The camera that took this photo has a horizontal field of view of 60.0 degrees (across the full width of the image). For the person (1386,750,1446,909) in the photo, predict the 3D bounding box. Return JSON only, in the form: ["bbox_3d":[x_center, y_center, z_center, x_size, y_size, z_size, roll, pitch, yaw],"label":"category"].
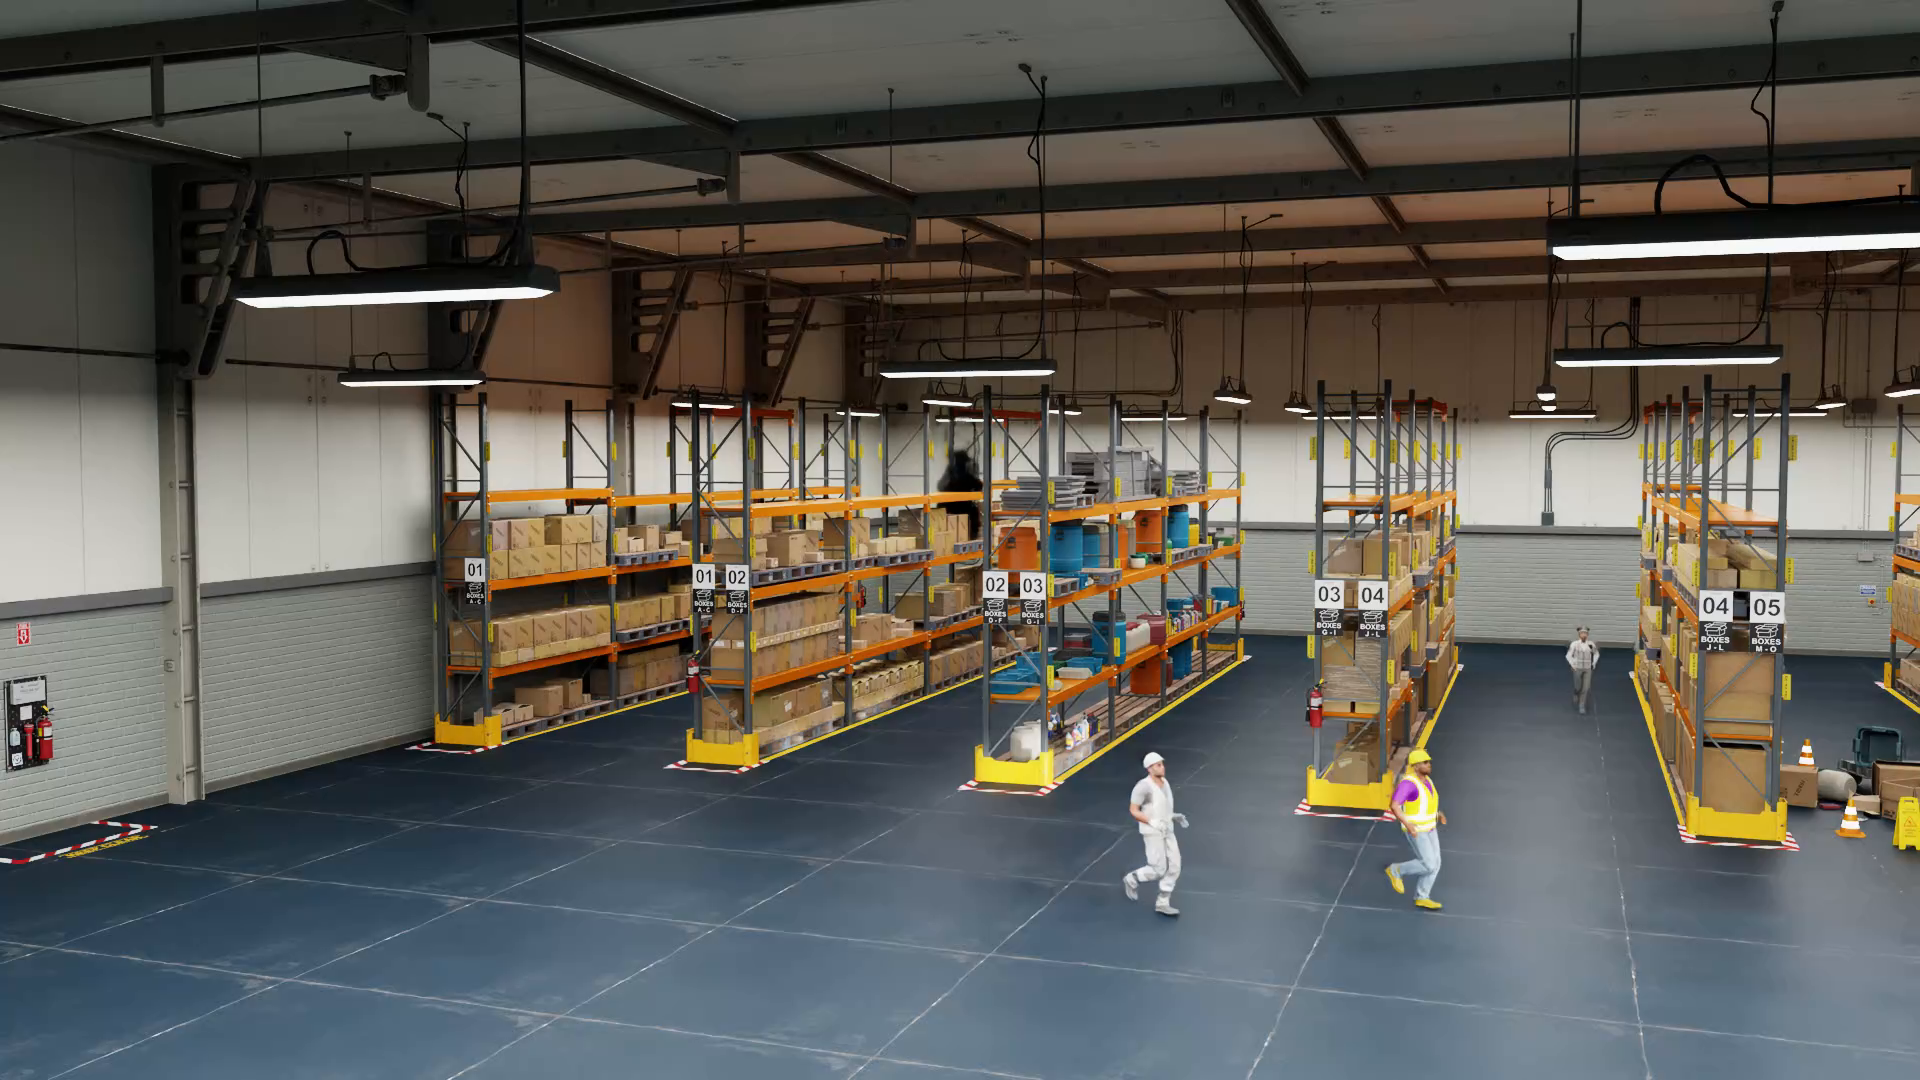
[{"bbox_3d":[5.029,3.166,18.300,0.618,1.724,0.718,3,4,43],"label":"person"}]

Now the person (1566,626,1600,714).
[{"bbox_3d":[11.966,2.478,31.928,0.615,1.661,0.729,1,3,14],"label":"person"}]

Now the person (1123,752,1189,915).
[{"bbox_3d":[2.108,3.170,18.053,0.667,1.739,0.657,3,4,43],"label":"person"}]

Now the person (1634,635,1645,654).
[{"bbox_3d":[15.684,2.195,37.874,0.534,1.605,0.638,1,3,10],"label":"person"}]
